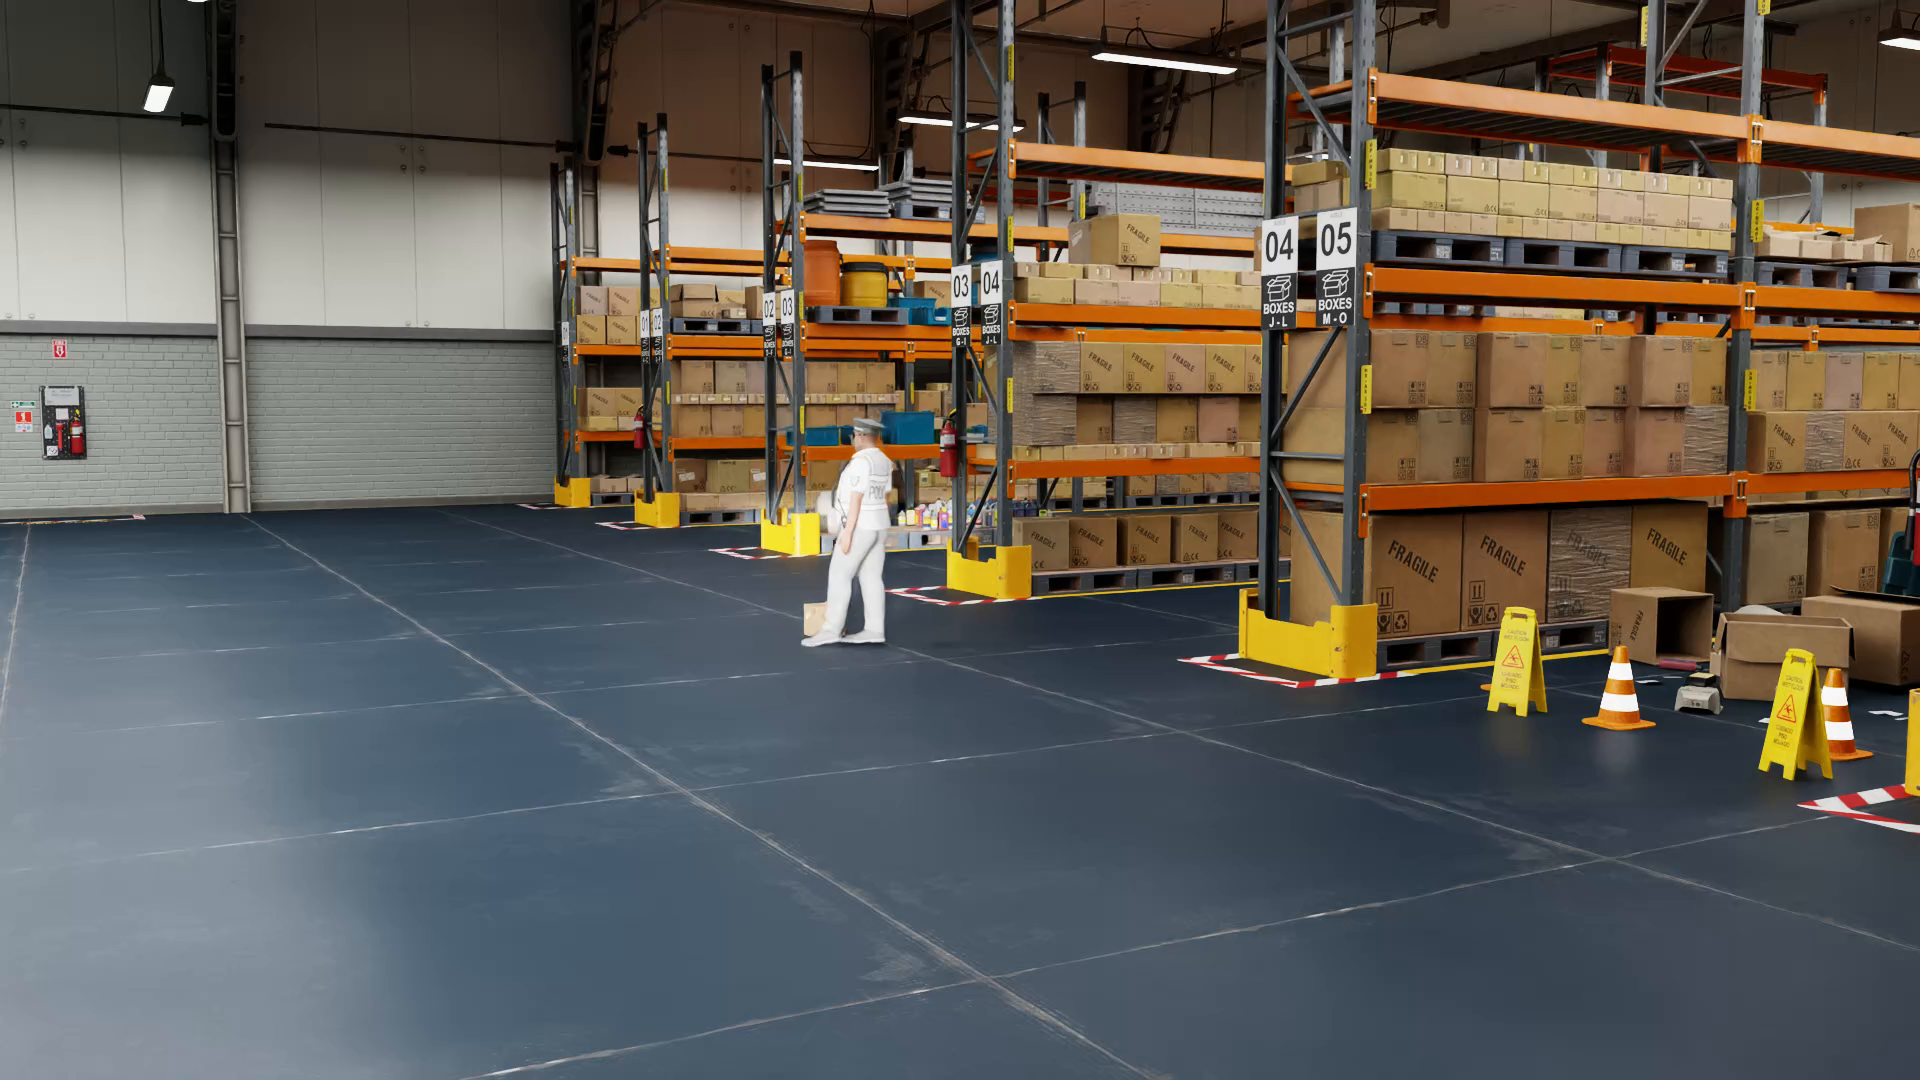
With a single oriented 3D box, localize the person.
[{"bbox_3d":[-0.858,-0.069,12.940,0.605,1.768,0.569,2,6,25],"label":"person"}]
